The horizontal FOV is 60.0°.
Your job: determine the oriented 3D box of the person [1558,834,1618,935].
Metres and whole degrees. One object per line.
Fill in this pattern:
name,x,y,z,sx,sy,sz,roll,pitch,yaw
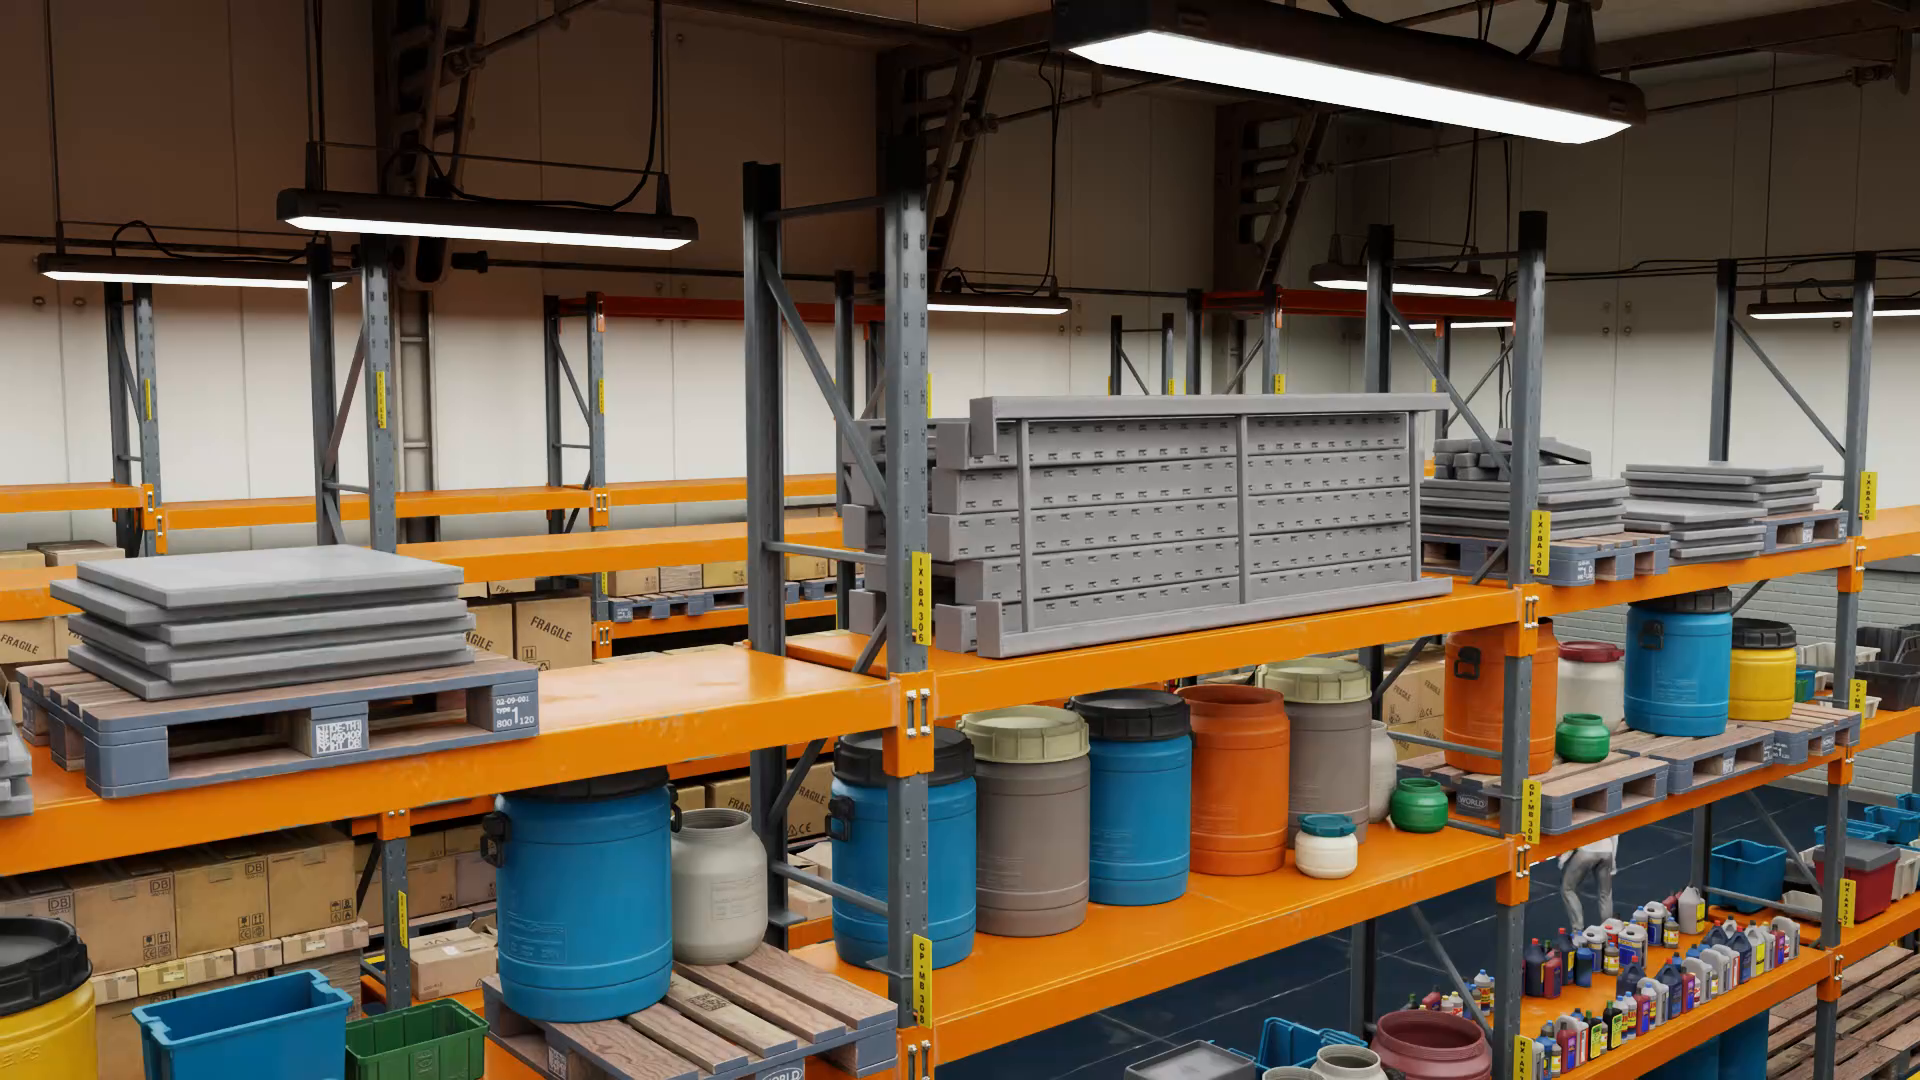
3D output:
person,5.719,2.875,15.068,0.585,1.654,0.334,-2,6,-19
